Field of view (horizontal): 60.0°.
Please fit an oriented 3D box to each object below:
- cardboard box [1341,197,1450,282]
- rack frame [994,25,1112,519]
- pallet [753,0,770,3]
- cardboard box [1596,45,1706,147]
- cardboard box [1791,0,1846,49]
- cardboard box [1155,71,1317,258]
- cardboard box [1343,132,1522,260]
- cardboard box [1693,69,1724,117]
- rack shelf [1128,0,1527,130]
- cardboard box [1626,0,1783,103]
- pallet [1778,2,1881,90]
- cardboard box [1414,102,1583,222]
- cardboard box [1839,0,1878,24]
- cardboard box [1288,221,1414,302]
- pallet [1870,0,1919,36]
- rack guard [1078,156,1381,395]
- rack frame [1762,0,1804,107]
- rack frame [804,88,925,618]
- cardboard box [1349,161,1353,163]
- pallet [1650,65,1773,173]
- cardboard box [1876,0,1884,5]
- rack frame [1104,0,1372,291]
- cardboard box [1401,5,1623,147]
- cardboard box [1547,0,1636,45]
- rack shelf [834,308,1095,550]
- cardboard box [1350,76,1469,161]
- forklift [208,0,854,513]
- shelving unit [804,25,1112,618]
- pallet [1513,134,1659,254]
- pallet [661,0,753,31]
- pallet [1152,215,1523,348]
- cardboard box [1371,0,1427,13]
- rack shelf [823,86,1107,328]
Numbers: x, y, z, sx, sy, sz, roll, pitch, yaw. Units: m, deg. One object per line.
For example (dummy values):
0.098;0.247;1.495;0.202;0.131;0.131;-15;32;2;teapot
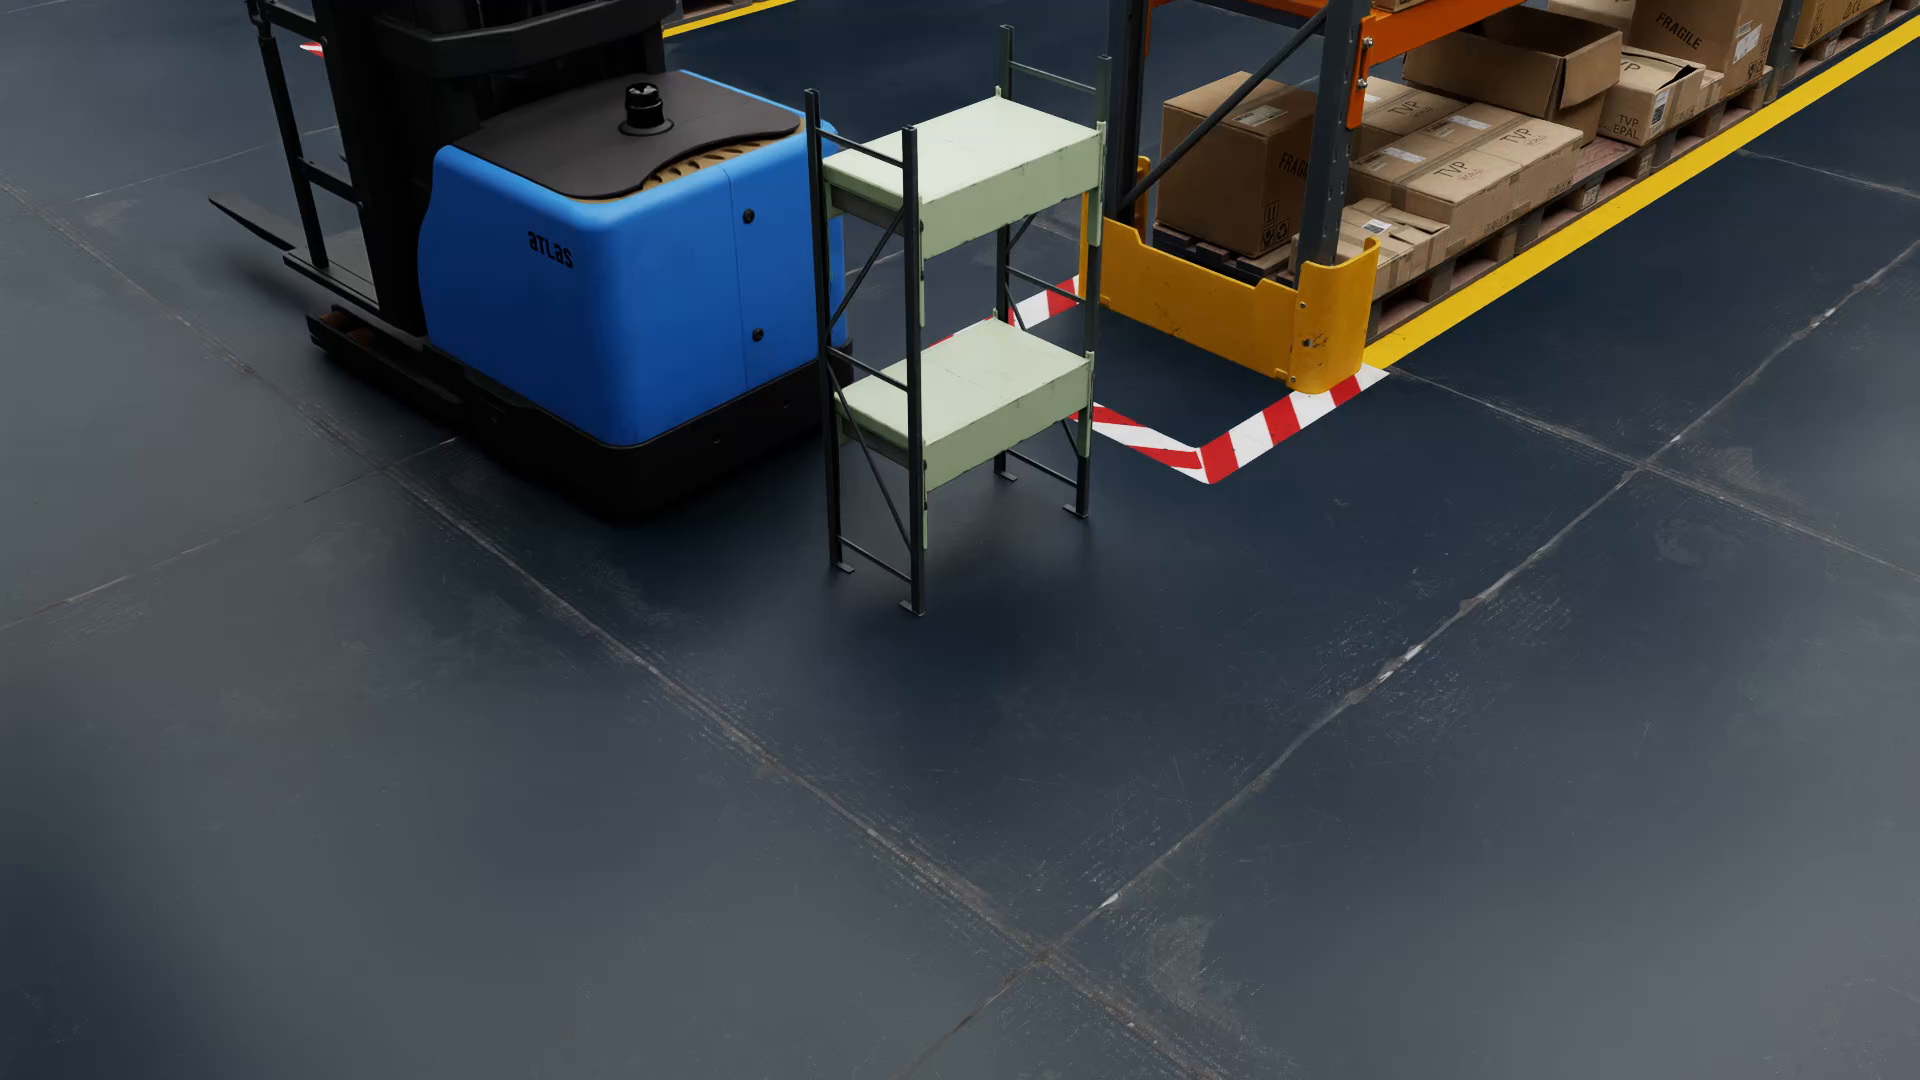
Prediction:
1.642;-1.165;6.390;0.380;0.166;0.250;30;45;35;cardboard box
0.263;-0.766;5.038;0.400;1.500;0.023;30;45;35;rack frame
-1.117;-3.680;10.342;1.003;0.211;1.213;30;45;35;pallet
3.017;-2.065;7.555;0.500;0.311;0.500;30;45;35;cardboard box
4.259;-2.891;8.573;0.500;0.500;0.500;27;43;33;cardboard box
1.135;-1.489;6.563;0.500;0.500;0.500;30;45;35;cardboard box
1.864;-1.376;6.619;0.500;0.250;0.500;30;45;35;cardboard box
3.324;-2.126;7.785;0.380;0.149;0.250;30;45;35;cardboard box
2.336;-2.530;6.885;1.077;0.370;4.000;30;45;35;rack shelf
3.545;-2.447;7.937;0.500;0.500;0.500;30;45;35;cardboard box
4.292;-2.839;9.136;1.003;0.211;1.213;30;45;35;pallet
2.216;-1.579;6.910;0.500;0.250;0.500;30;45;35;cardboard box
4.627;-3.112;8.890;0.500;0.500;0.500;-29;44;-35;cardboard box
1.466;-1.056;6.250;0.380;0.149;0.250;30;45;35;cardboard box
5.151;-3.337;9.850;1.003;0.211;1.213;30;45;35;pallet
0.981;-1.019;6.274;1.175;0.500;0.348;30;45;35;rack guard
3.745;-3.637;7.843;1.000;3.000;0.127;30;45;35;rack frame
-0.253;-0.469;4.612;0.400;1.500;0.023;30;45;35;rack frame
1.485;-1.480;6.842;0.380;0.166;0.250;30;45;35;cardboard box
3.261;-2.215;8.242;1.003;0.211;1.213;30;45;35;pallet
4.984;-3.312;9.177;0.500;0.500;0.500;-29;44;-35;cardboard box
0.927;-2.014;5.515;1.000;3.000;0.127;30;45;35;rack frame
2.425;-2.029;7.335;0.797;0.503;0.637;30;45;35;cardboard box
3.296;-2.632;8.367;0.500;0.311;0.500;30;45;35;cardboard box
0.005;-0.350;5.011;0.431;0.370;0.720;30;45;35;rack shelf
1.826;-1.760;7.170;0.500;0.250;0.500;30;45;35;cardboard box
-1.794;-2.010;5.570;3.031;2.935;1.130;28;43;34;forklift
0.005;-0.618;4.825;0.431;1.500;0.755;30;45;35;shelving unit
2.401;-1.717;7.528;1.003;0.211;1.213;30;45;35;pallet
-1.977;-3.187;9.635;1.003;0.211;1.213;30;45;35;pallet
1.542;-1.225;6.822;1.003;0.211;1.213;30;45;35;pallet
1.427;-2.129;5.592;0.500;0.500;0.500;-29;44;-35;cardboard box
0.005;-0.938;4.602;0.431;0.370;0.720;30;45;35;rack shelf
